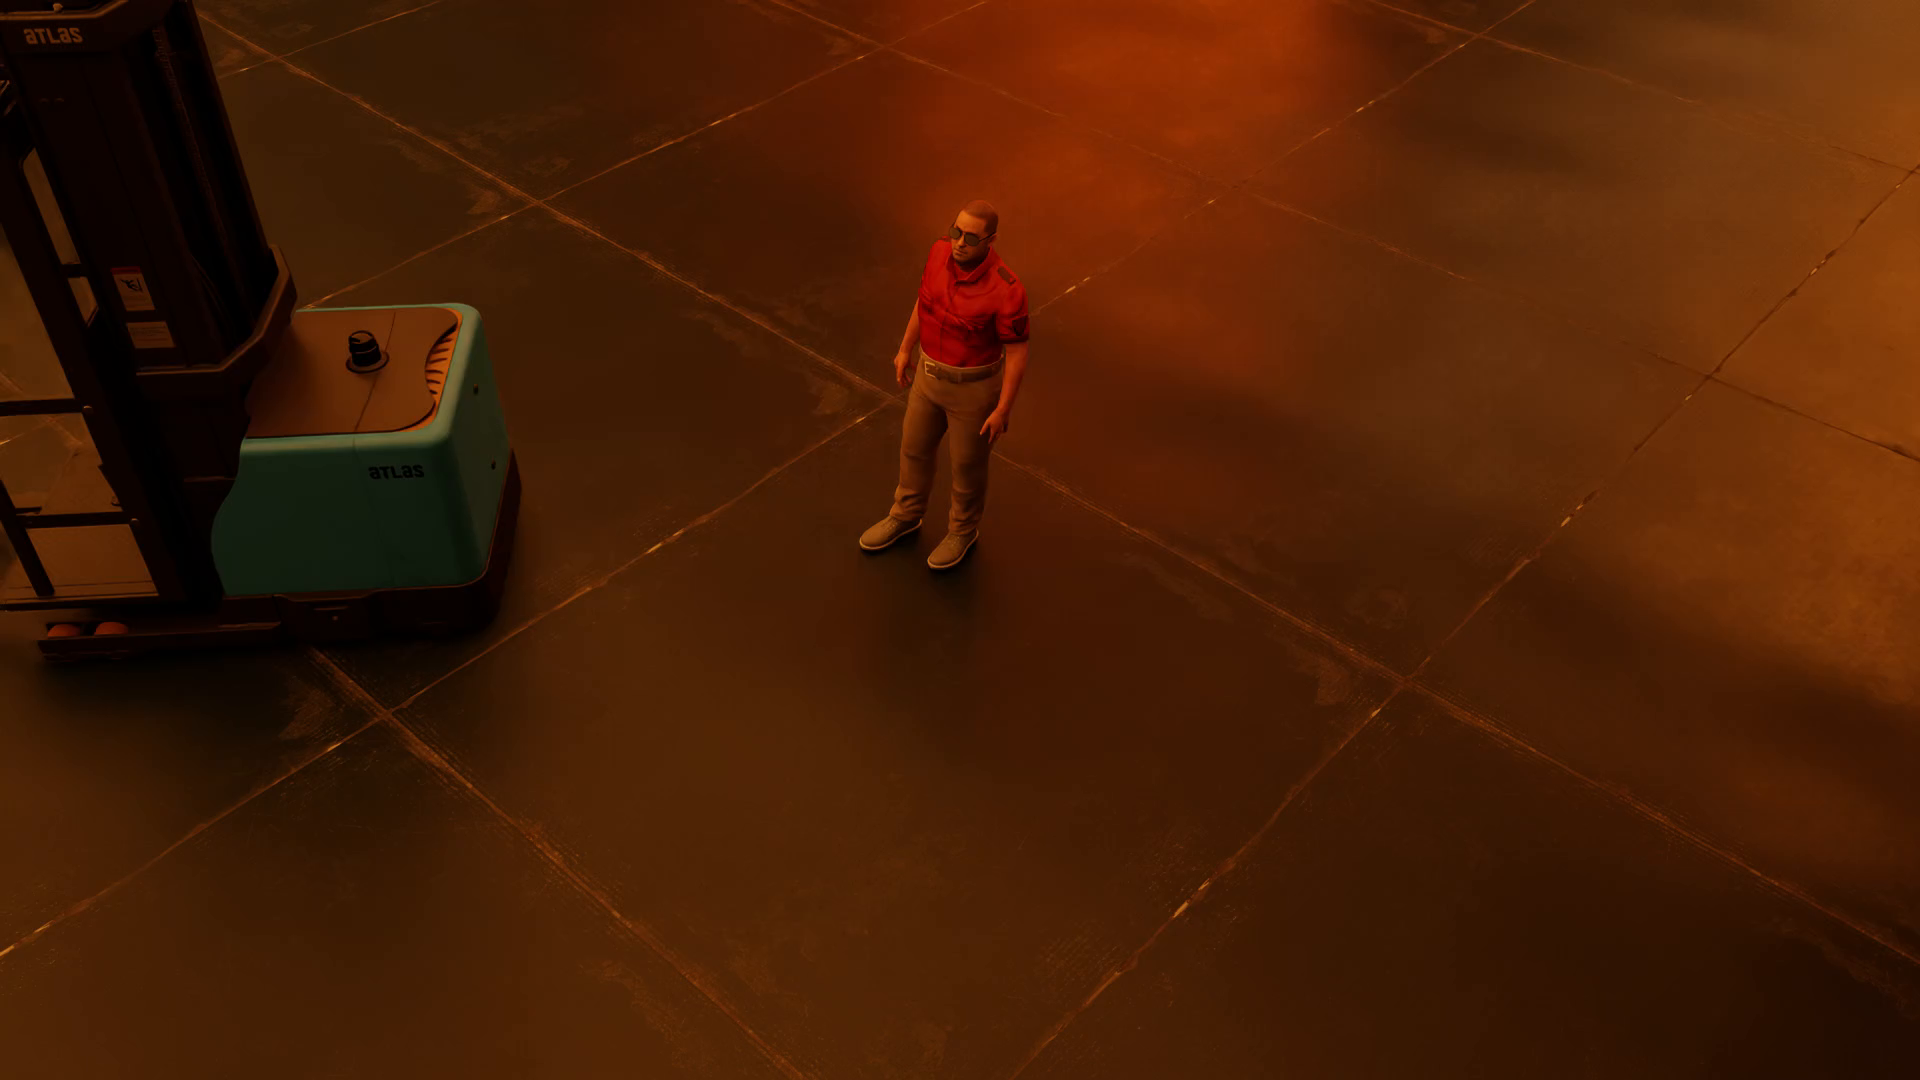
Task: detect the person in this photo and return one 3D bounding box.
[{"bbox_3d":[-0.072,-0.625,7.069,0.635,1.727,0.551,31,49,31],"label":"person"}]

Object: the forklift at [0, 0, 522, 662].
[{"bbox_3d":[-3.548,-0.952,6.538,3.031,2.935,1.130,-3,41,-3],"label":"forklift"}]
